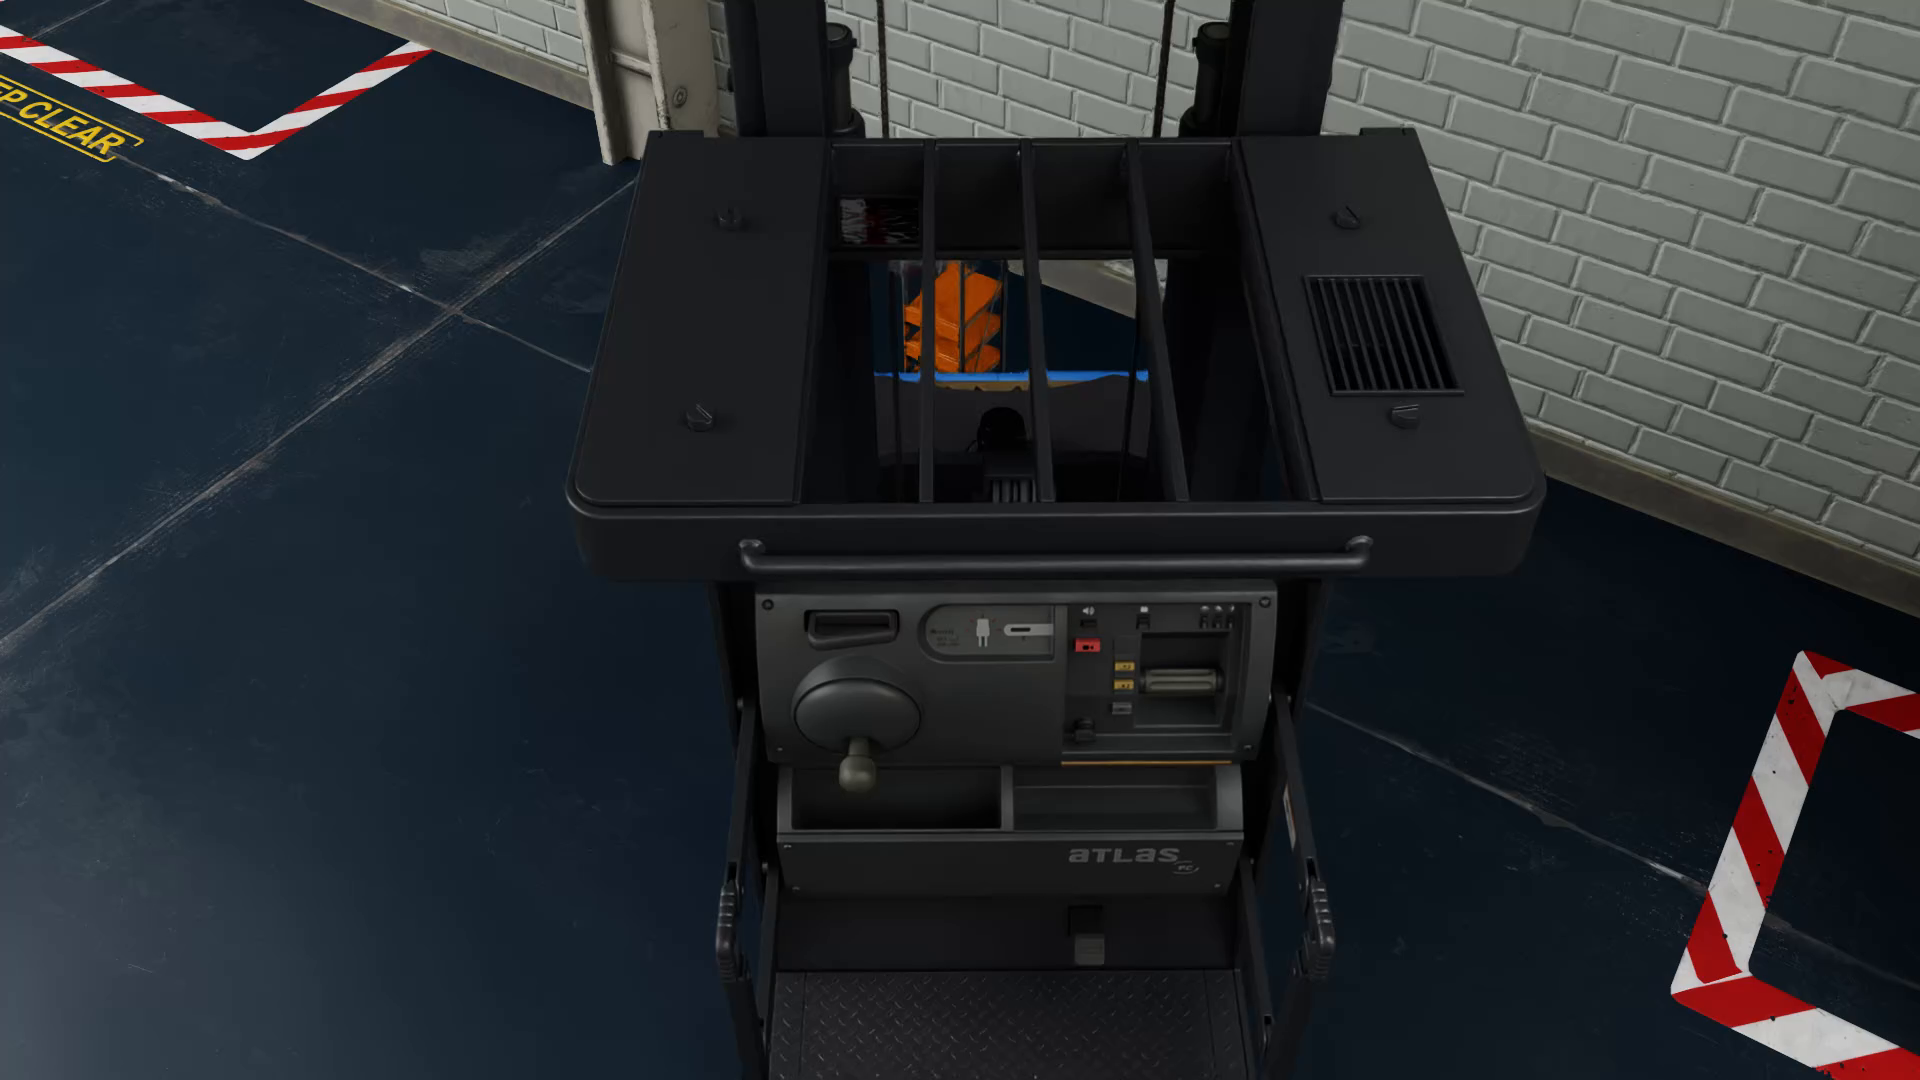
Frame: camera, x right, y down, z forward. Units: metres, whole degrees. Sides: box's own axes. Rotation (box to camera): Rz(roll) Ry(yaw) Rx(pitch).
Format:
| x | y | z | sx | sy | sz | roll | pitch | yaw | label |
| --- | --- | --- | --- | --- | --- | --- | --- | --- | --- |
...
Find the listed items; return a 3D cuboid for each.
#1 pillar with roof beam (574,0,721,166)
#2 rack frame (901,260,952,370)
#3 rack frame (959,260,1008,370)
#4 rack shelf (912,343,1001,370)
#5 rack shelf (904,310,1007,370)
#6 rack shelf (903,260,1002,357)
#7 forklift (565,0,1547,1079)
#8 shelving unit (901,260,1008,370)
| x | y | z | sx | sy | sz | roll | pitch | yaw | label |
| --- | --- | --- | --- | --- | --- | --- | --- | --- | --- |
| -3.526 | -2.087 | 1.003 | 0.400 | 9.000 | 9.100 | 25 | 51 | 22 | pillar with roof beam |
| -0.089 | -0.459 | 4.860 | 0.006 | 1.200 | 0.240 | 25 | 51 | 22 | rack frame |
| 0.065 | -0.388 | 4.791 | 0.006 | 1.200 | 0.240 | 25 | 51 | 22 | rack frame |
| -0.012 | -0.476 | 4.771 | 0.180 | 0.103 | 0.258 | 25 | 51 | 22 | rack shelf |
| -0.012 | -0.560 | 4.685 | 0.180 | 0.103 | 0.258 | 25 | 51 | 22 | rack shelf |
| -0.012 | -0.644 | 4.599 | 0.180 | 0.103 | 0.258 | 25 | 51 | 22 | rack shelf |
| 0.104 | 0.356 | 2.861 | 1.130 | 2.935 | 3.031 | 0 | 46 | 0 | forklift |
| -0.012 | -0.424 | 4.825 | 0.189 | 1.200 | 0.258 | 25 | 51 | 22 | shelving unit |
